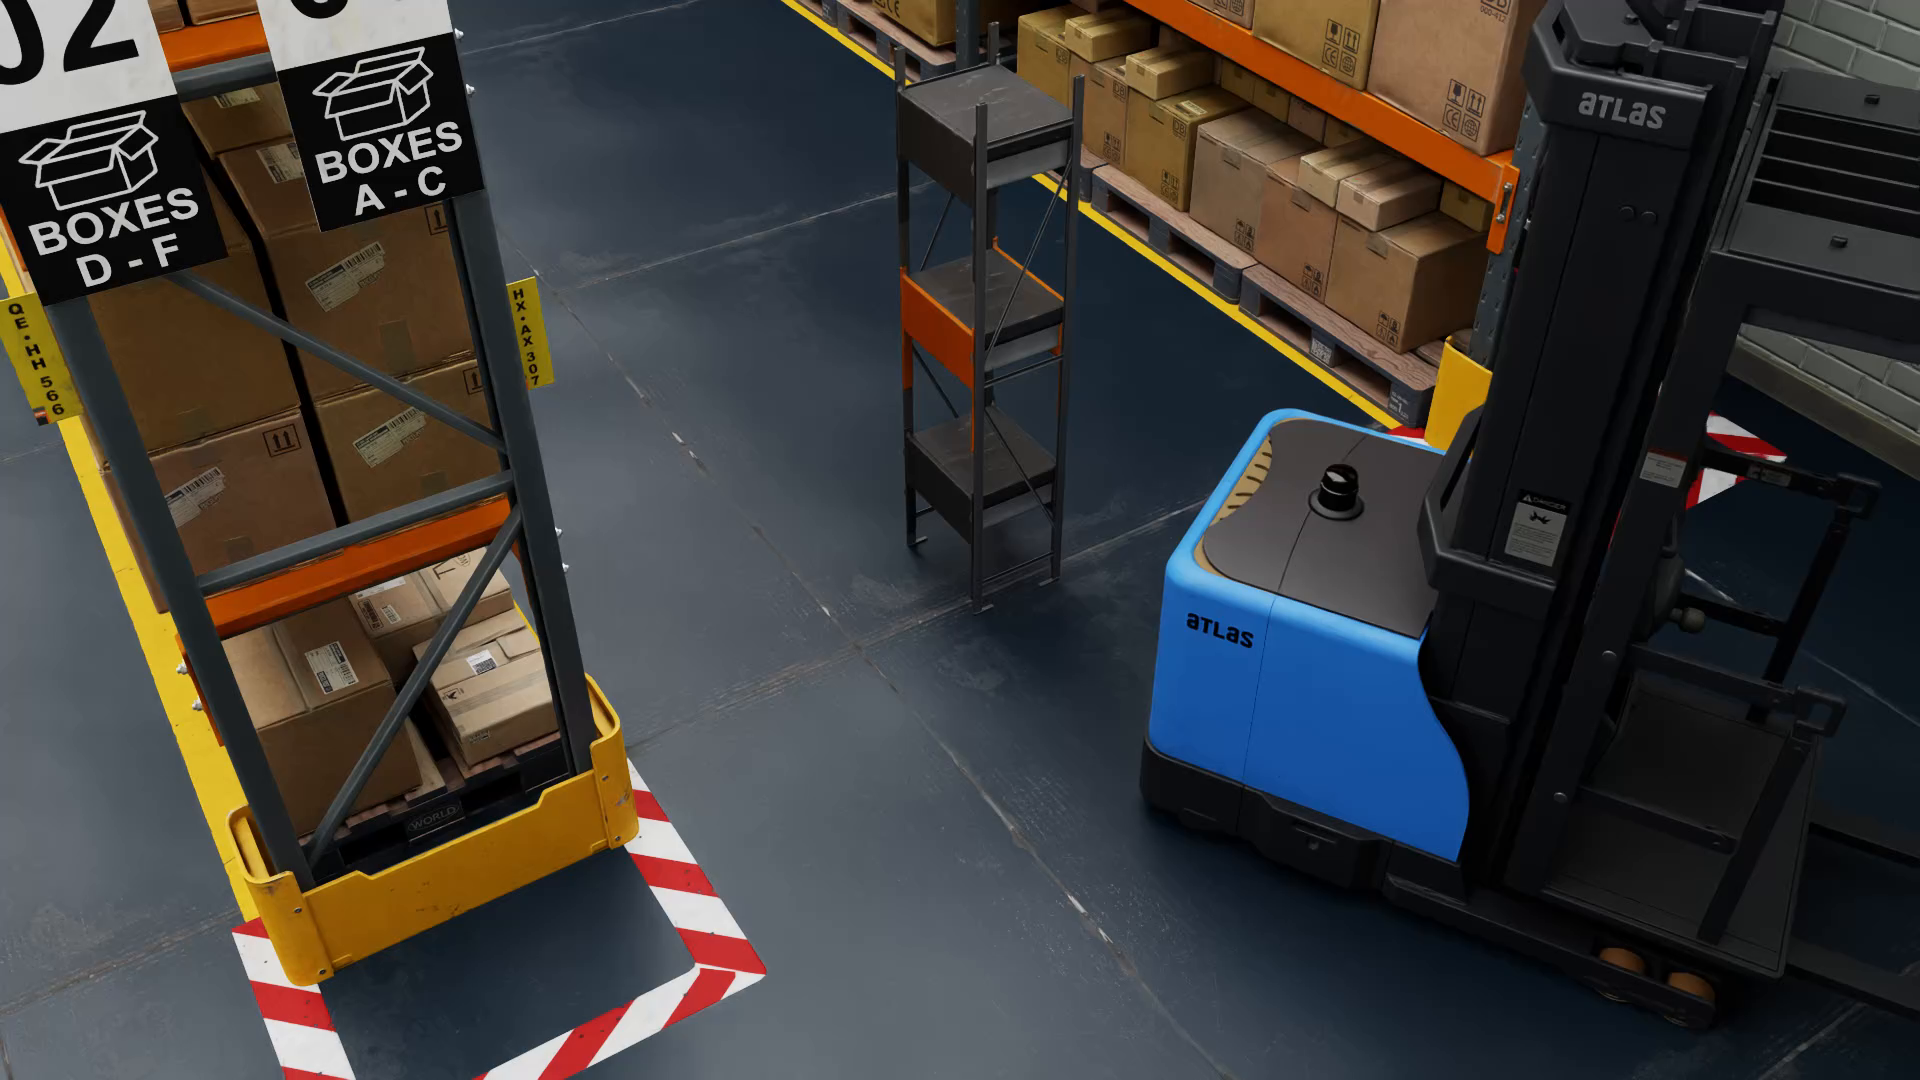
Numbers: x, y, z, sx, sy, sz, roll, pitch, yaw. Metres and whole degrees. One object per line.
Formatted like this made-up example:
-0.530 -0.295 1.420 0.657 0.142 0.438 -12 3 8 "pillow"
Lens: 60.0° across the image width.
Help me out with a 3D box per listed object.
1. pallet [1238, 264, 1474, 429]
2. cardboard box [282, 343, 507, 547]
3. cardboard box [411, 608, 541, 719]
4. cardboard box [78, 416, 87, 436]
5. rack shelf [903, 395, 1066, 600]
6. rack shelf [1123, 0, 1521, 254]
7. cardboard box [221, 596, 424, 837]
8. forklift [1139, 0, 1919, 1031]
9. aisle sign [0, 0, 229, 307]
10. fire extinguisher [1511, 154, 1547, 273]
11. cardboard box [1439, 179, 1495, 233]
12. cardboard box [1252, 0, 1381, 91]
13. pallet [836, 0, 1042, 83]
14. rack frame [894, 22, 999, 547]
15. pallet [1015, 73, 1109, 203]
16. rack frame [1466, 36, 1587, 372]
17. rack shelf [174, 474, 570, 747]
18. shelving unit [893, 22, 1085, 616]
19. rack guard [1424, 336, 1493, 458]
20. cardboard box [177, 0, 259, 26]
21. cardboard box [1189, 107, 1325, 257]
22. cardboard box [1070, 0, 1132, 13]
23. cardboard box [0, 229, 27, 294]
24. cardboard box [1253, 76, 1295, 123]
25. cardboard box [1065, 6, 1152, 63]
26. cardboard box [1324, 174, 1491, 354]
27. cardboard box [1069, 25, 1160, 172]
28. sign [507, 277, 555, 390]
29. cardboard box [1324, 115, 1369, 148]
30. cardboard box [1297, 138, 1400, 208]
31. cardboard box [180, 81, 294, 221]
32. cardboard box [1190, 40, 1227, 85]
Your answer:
2.082 -1.058 7.855 1.003 0.211 1.213 -22 45 -24 "pallet"
-1.613 -0.387 4.793 0.500 0.500 0.500 -21 44 -24 "cardboard box"
-1.666 0.422 5.770 0.380 0.166 0.250 -22 45 -24 "cardboard box"
-2.348 -0.483 4.909 0.500 0.500 0.500 -22 45 -24 "cardboard box"
0.089 -0.169 6.427 0.431 0.518 0.480 -22 45 -24 "rack shelf"
1.503 -2.528 8.003 1.077 0.370 4.000 -22 45 -24 "rack shelf"
-2.096 0.565 5.338 0.500 0.500 0.500 -22 45 -24 "cardboard box"
2.155 -0.056 4.528 3.031 2.935 1.130 19 43 21 "forklift"
-1.818 -0.874 3.425 0.394 0.787 0.004 -22 45 -24 "aisle sign"
2.270 -1.312 6.333 0.296 0.674 0.183 -22 45 -24 "fire extinguisher"
2.354 -1.520 7.349 0.380 0.149 0.250 -22 45 -24 "cardboard box"
1.895 -2.501 7.174 0.980 0.700 0.700 -23 45 -25 "cardboard box"
-0.051 -3.203 10.429 1.003 0.211 1.213 -22 45 -24 "pallet"
-0.042 -0.849 6.129 0.400 2.100 0.015 -22 45 -24 "rack frame"
0.770 -2.375 9.436 1.003 0.211 1.213 -22 45 -24 "pallet"
2.578 -1.725 6.477 1.000 3.000 0.127 -22 45 -24 "rack frame"
-2.672 -0.821 5.954 1.077 0.370 4.000 -22 45 -24 "rack shelf"
0.089 -0.717 5.971 0.431 2.100 0.503 -22 45 -24 "shelving unit"
2.591 -0.752 7.262 1.175 0.500 0.348 -22 45 -24 "rack guard"
-1.658 -1.477 3.954 0.500 0.250 0.500 -22 45 -24 "cardboard box"
1.578 -1.811 8.204 0.700 0.500 0.500 -24 45 -26 "cardboard box"
0.833 -3.042 9.175 0.380 0.149 0.250 -22 45 -25 "cardboard box"
-2.340 -0.858 4.578 0.500 0.500 0.500 -21 44 -23 "cardboard box"
1.670 -2.204 8.169 0.380 0.149 0.250 -22 44 -24 "cardboard box"
0.774 -2.648 8.702 0.380 0.149 0.250 -21 44 -23 "cardboard box"
2.118 -1.269 7.555 0.700 0.500 0.500 -22 45 -24 "cardboard box"
1.011 -2.374 8.880 0.700 0.500 0.500 -23 45 -25 "cardboard box"
-1.139 -0.537 4.375 0.100 0.325 0.005 -22 45 -24 "sign"
1.946 -1.928 7.839 0.380 0.149 0.250 -22 45 -24 "cardboard box"
1.757 -1.663 7.520 0.380 0.149 0.250 -21 44 -23 "cardboard box"
-1.900 -1.050 4.808 0.500 0.500 0.500 -22 44 -24 "cardboard box"
1.395 -2.480 8.500 0.380 0.149 0.250 -22 44 -24 "cardboard box"
